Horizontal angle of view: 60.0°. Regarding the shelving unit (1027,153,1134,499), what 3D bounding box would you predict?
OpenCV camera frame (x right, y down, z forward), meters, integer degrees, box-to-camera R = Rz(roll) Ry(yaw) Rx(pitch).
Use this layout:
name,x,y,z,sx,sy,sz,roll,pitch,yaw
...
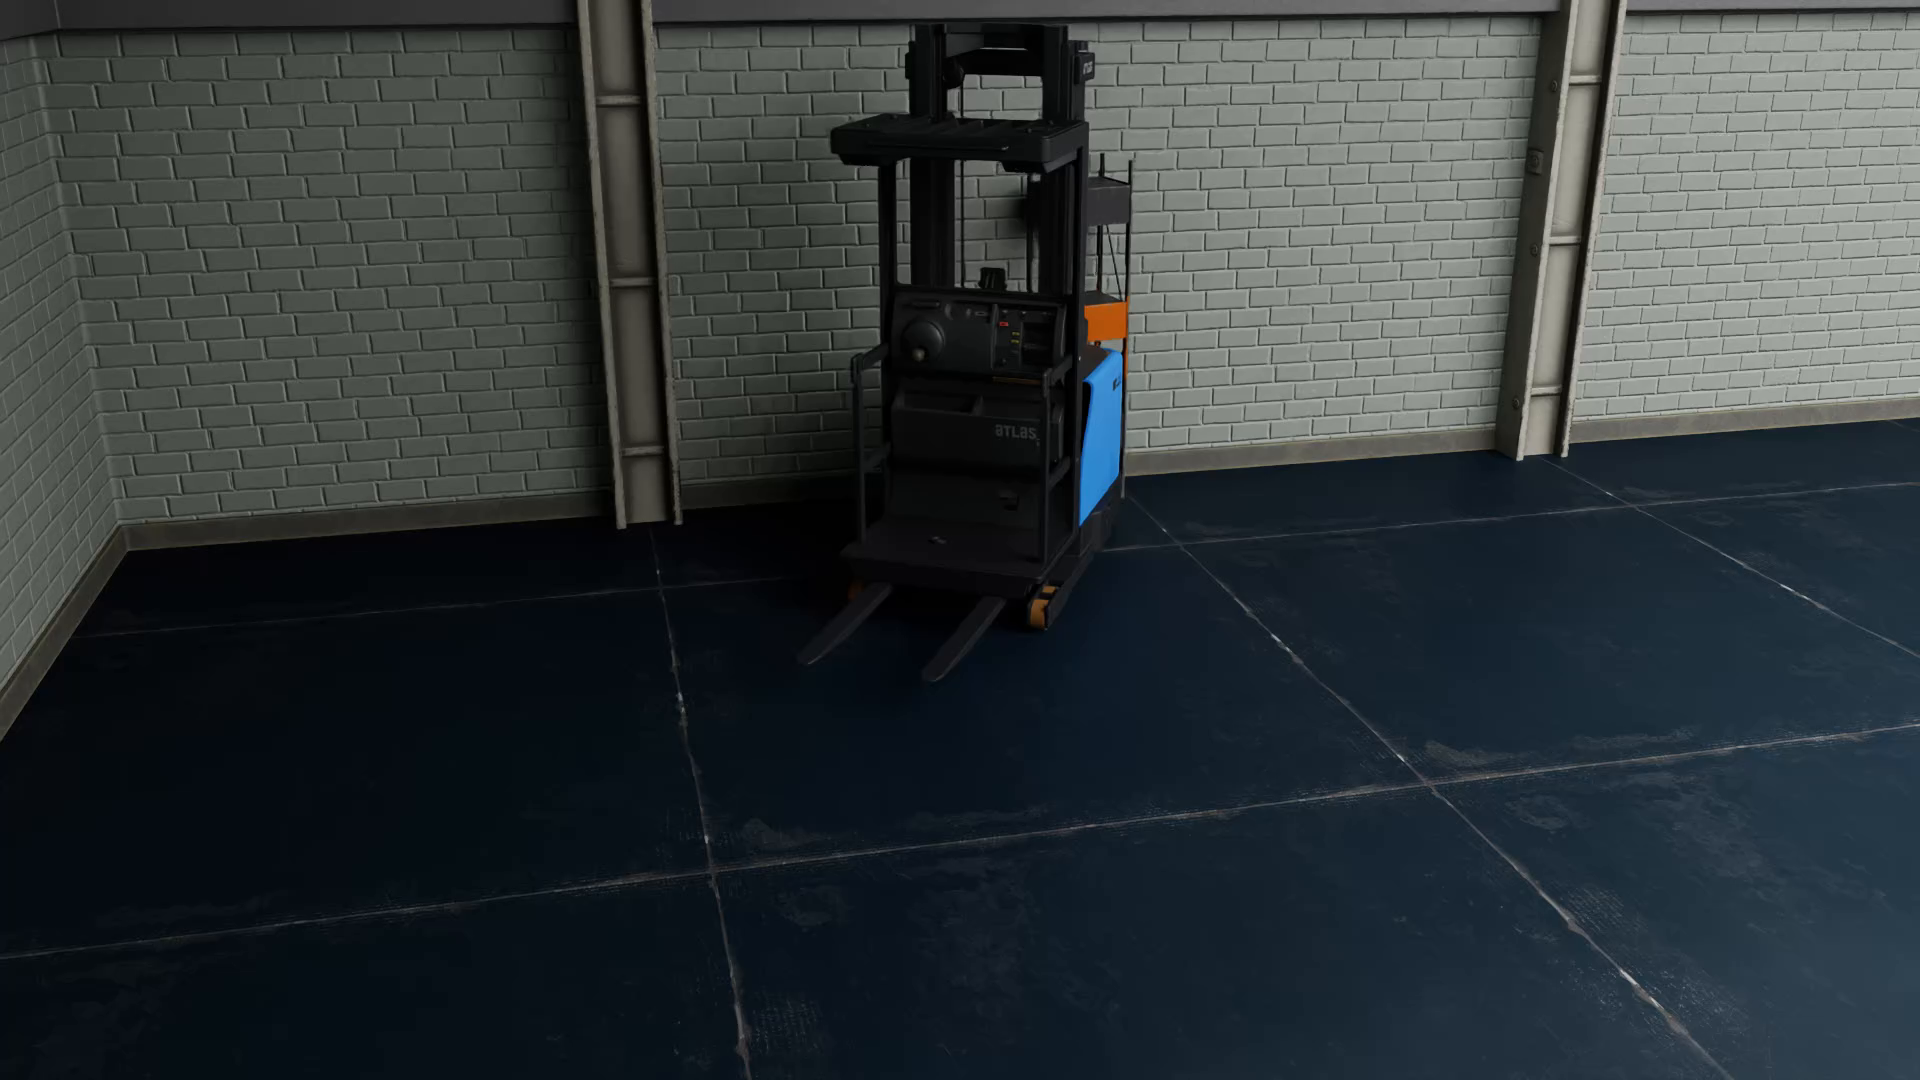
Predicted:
name,x,y,z,sx,sy,sz,roll,pitch,yaw
shelving unit,0.722,-1.277,10.242,0.503,2.100,0.431,-9,22,-21

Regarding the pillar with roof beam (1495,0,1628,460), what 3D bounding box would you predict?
name,x,y,z,sx,sy,sz,roll,pitch,yaw
pillar with roof beam,4.923,-3.392,5.991,0.400,9.000,9.100,-5,21,-12

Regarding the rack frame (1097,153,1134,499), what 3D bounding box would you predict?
name,x,y,z,sx,sy,sz,roll,pitch,yaw
rack frame,0.947,-1.311,10.330,0.015,2.100,0.400,-9,22,-21

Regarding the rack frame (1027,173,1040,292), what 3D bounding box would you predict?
name,x,y,z,sx,sy,sz,roll,pitch,yaw
rack frame,0.497,-1.242,10.153,0.015,2.100,0.400,-9,22,-21

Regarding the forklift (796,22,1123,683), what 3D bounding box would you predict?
name,x,y,z,sx,sy,sz,roll,pitch,yaw
forklift,0.030,-1.064,8.458,1.130,2.935,3.031,6,21,17

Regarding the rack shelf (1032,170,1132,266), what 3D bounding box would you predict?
name,x,y,z,sx,sy,sz,roll,pitch,yaw
rack shelf,0.717,-1.921,10.003,0.480,0.518,0.431,-9,22,-21

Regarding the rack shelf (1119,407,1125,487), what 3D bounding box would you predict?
name,x,y,z,sx,sy,sz,roll,pitch,yaw
rack shelf,0.727,-0.608,10.489,0.480,0.518,0.431,-9,22,-21

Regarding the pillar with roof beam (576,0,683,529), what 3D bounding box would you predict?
name,x,y,z,sx,sy,sz,roll,pitch,yaw
pillar with roof beam,-0.916,-2.917,4.695,0.400,9.000,9.100,-5,21,-12

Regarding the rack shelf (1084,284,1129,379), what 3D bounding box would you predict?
name,x,y,z,sx,sy,sz,roll,pitch,yaw
rack shelf,0.722,-1.264,10.246,0.480,0.518,0.431,-9,22,-21
